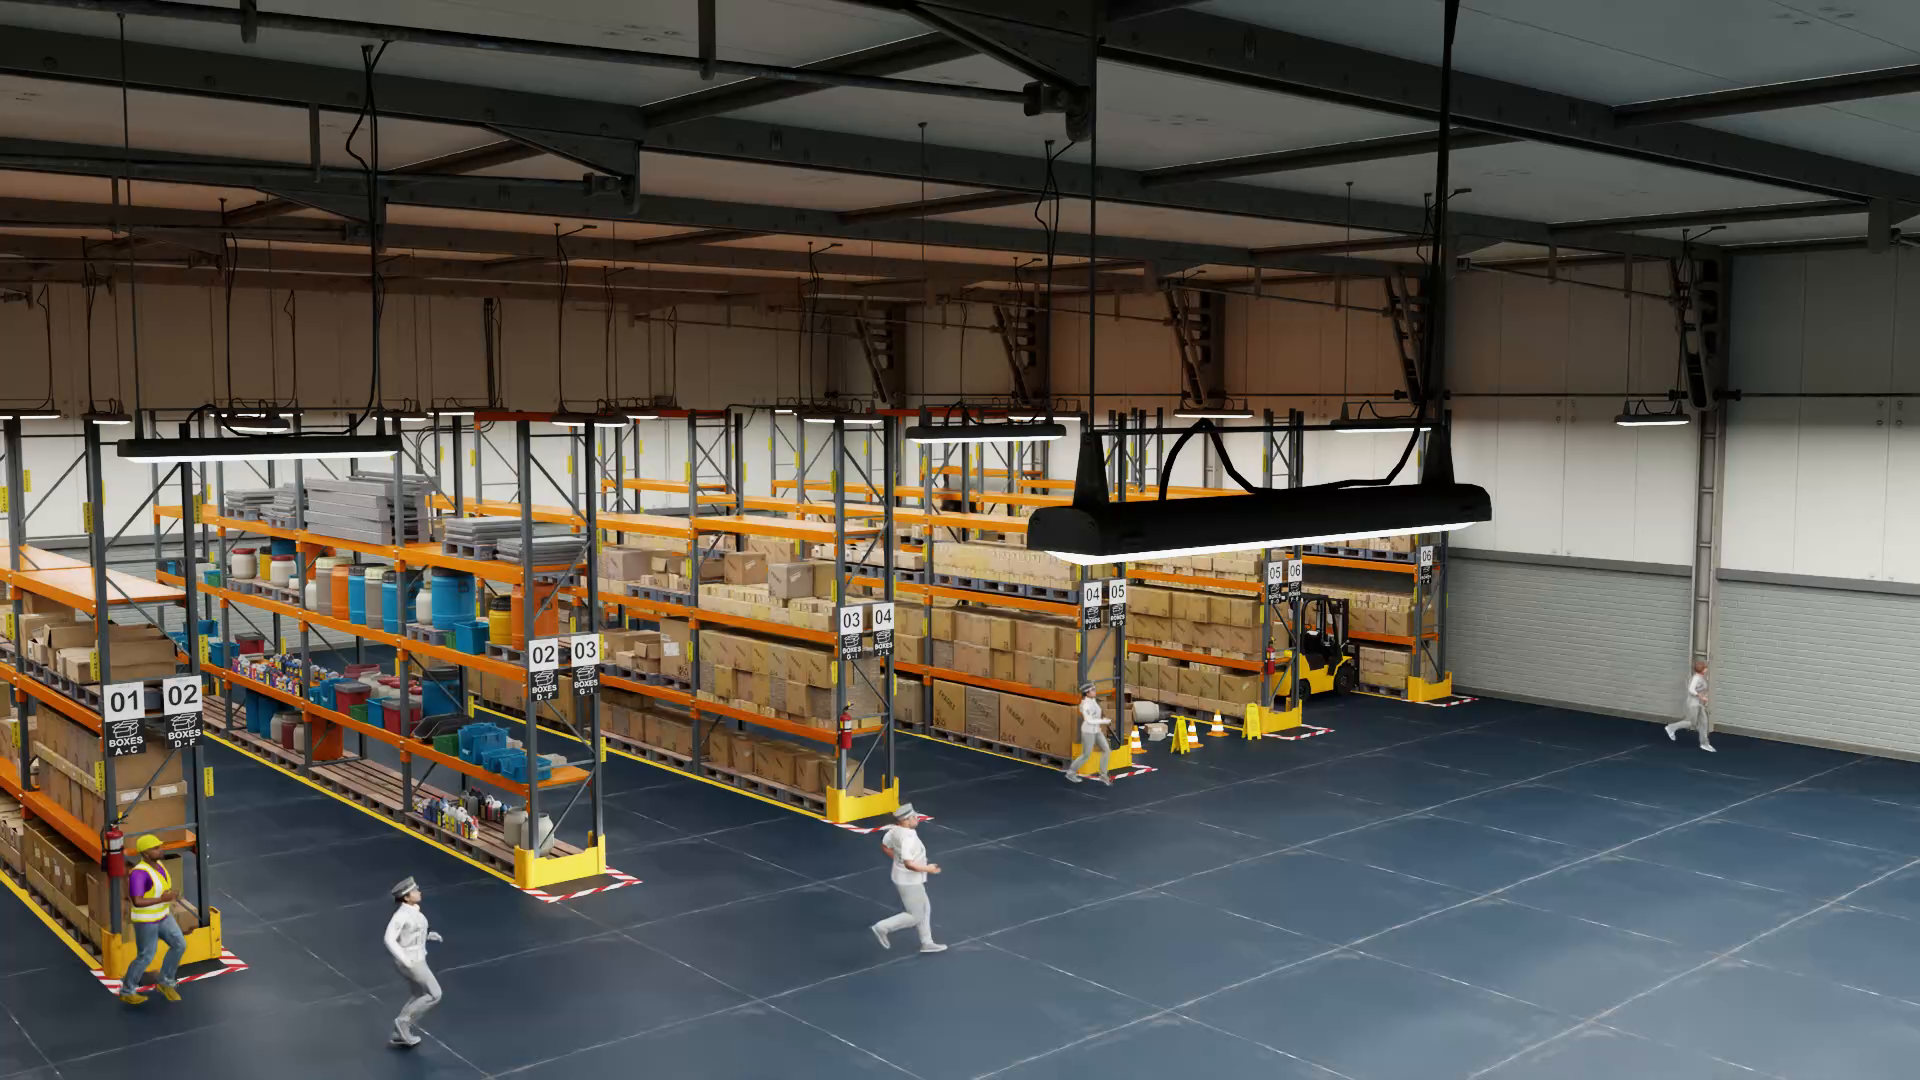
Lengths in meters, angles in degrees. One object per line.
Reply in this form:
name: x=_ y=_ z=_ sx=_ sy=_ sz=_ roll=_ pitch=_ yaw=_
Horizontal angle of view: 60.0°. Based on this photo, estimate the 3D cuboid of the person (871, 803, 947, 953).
person: x=-0.577 y=3.820 z=18.729 sx=0.905 sy=1.743 sz=0.678 roll=-2 pitch=5 yaw=-17

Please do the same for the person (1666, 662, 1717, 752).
person: x=13.085 y=2.945 z=29.657 sx=0.815 sy=1.586 sz=0.566 roll=3 pitch=6 yaw=34

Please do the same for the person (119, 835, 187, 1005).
person: x=-8.355 y=3.950 z=17.215 sx=0.681 sy=1.830 sz=0.691 roll=0 pitch=5 yaw=-1

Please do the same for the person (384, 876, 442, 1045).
person: x=-5.279 y=4.074 z=16.122 sx=0.519 sy=1.657 sz=0.682 roll=-1 pitch=5 yaw=-8

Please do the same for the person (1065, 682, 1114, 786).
person: x=2.108 y=3.142 z=26.922 sx=0.775 sy=1.716 sz=0.617 roll=2 pitch=5 yaw=20
